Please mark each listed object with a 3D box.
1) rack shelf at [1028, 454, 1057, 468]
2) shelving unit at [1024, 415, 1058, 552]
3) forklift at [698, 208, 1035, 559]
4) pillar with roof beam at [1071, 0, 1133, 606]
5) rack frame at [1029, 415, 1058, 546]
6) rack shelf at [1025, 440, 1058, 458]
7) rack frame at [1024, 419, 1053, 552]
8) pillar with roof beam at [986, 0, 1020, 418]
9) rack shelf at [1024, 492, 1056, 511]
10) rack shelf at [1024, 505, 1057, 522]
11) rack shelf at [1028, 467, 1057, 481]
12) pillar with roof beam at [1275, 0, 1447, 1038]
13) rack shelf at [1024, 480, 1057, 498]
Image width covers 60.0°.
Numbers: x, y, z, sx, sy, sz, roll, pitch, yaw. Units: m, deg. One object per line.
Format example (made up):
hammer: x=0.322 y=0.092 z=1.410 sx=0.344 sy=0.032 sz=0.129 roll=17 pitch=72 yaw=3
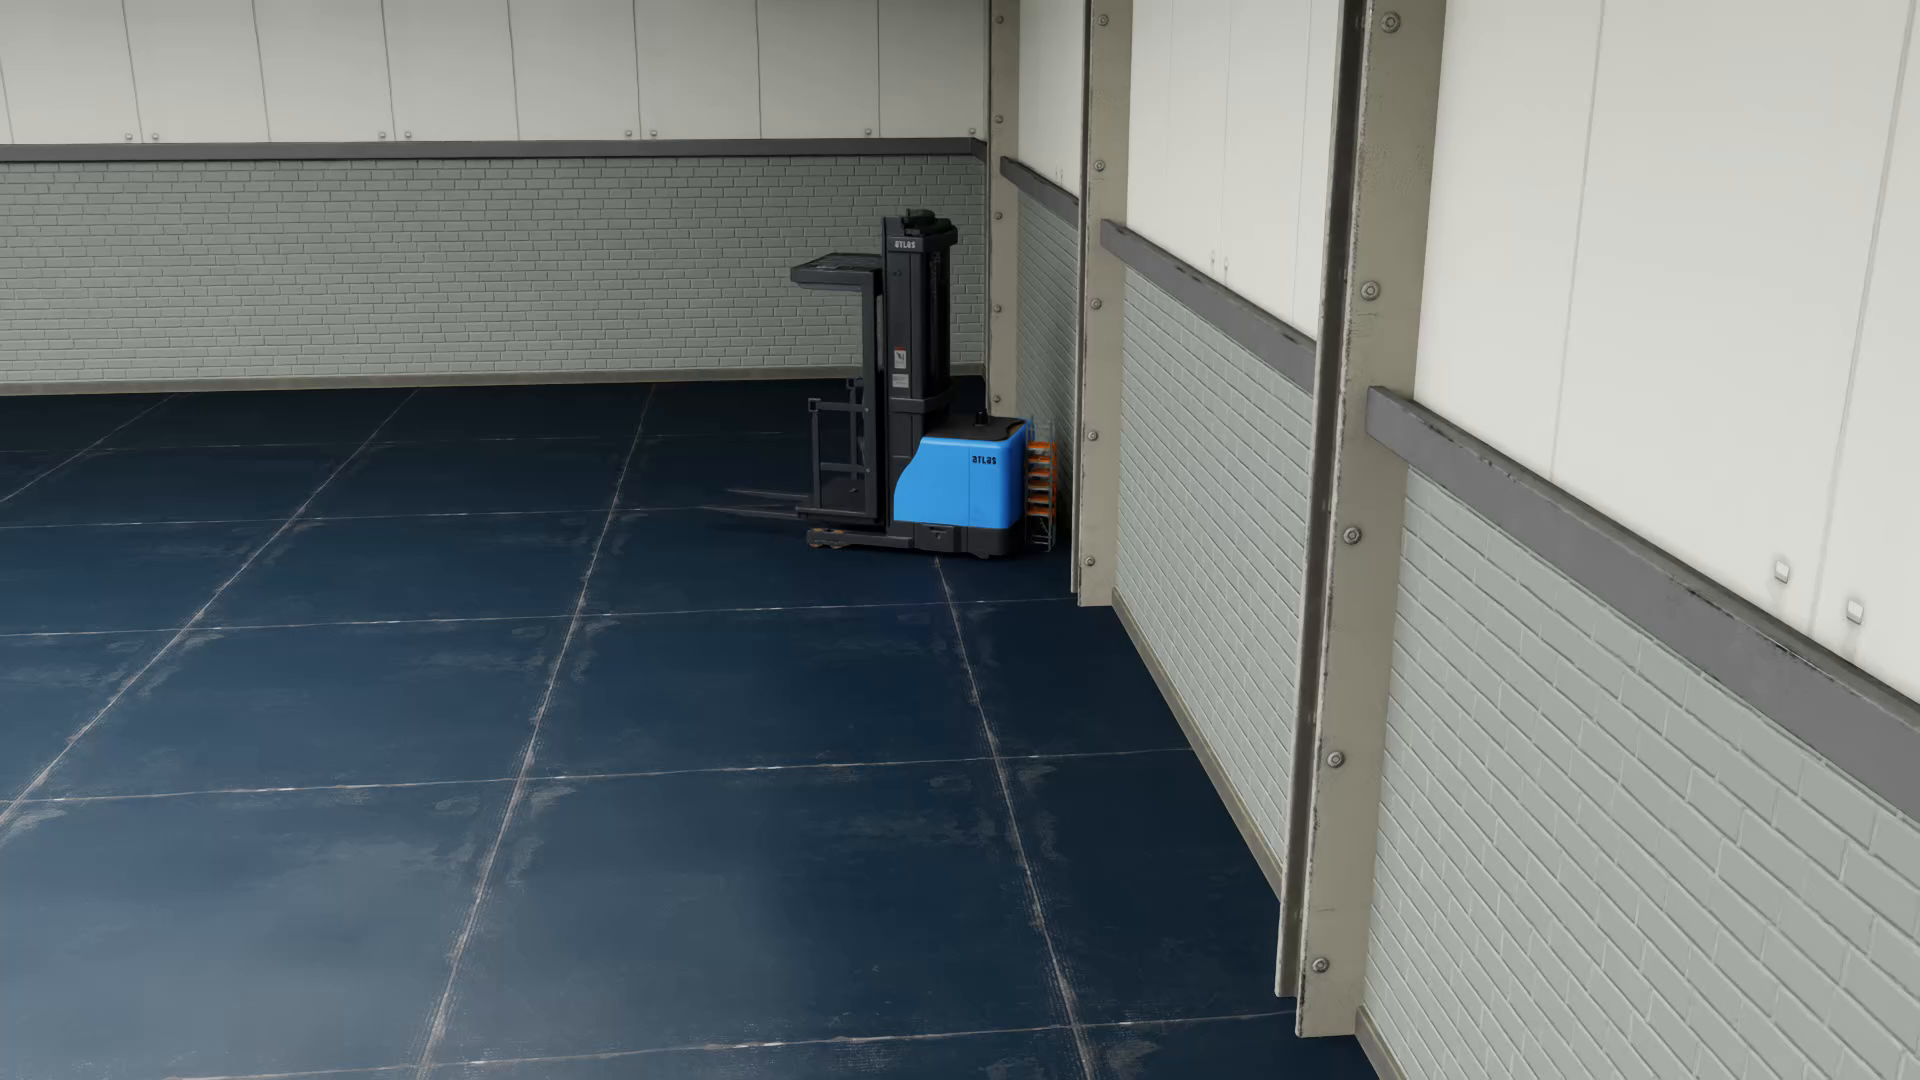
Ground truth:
rack shelf: x=0.717 y=-0.685 z=14.703 sx=0.258 sy=0.103 sz=0.180 roll=5 pitch=18 yaw=15
shelving unit: x=0.717 y=-0.498 z=14.761 sx=0.258 sy=1.200 sz=0.189 roll=5 pitch=18 yaw=15
forklift: x=-0.881 y=-1.462 z=14.941 sx=3.031 sy=2.935 sz=1.130 roll=5 pitch=18 yaw=15
pillar with roof beam: x=-3.187 y=-3.687 z=11.896 sx=9.100 sy=9.000 sz=0.400 roll=-2 pitch=18 yaw=-6
rack frame: x=0.743 y=-0.525 z=14.845 sx=0.240 sy=1.200 sz=0.006 roll=5 pitch=18 yaw=15
rack shelf: x=0.717 y=-0.799 z=14.667 sx=0.258 sy=0.103 sz=0.180 roll=5 pitch=18 yaw=15
rack frame: x=0.692 y=-0.472 z=14.677 sx=0.240 sy=1.200 sz=0.006 roll=5 pitch=18 yaw=15
pillar with roof beam: x=-3.806 y=-5.474 z=17.590 sx=9.100 sy=9.000 sz=0.400 roll=-2 pitch=18 yaw=-6
rack shelf: x=0.717 y=-0.342 z=14.811 sx=0.258 sy=0.103 sz=0.180 roll=5 pitch=18 yaw=15
rack shelf: x=0.717 y=-0.227 z=14.847 sx=0.258 sy=0.103 sz=0.180 roll=5 pitch=18 yaw=15
rack shelf: x=0.717 y=-0.571 z=14.739 sx=0.258 sy=0.103 sz=0.180 roll=5 pitch=18 yaw=15
pillar with roof beam: x=-2.569 y=-1.899 z=6.202 sx=9.100 sy=9.000 sz=0.400 roll=-2 pitch=18 yaw=-6
rack shelf: x=0.717 y=-0.456 z=14.775 sx=0.258 sy=0.103 sz=0.180 roll=5 pitch=18 yaw=15
